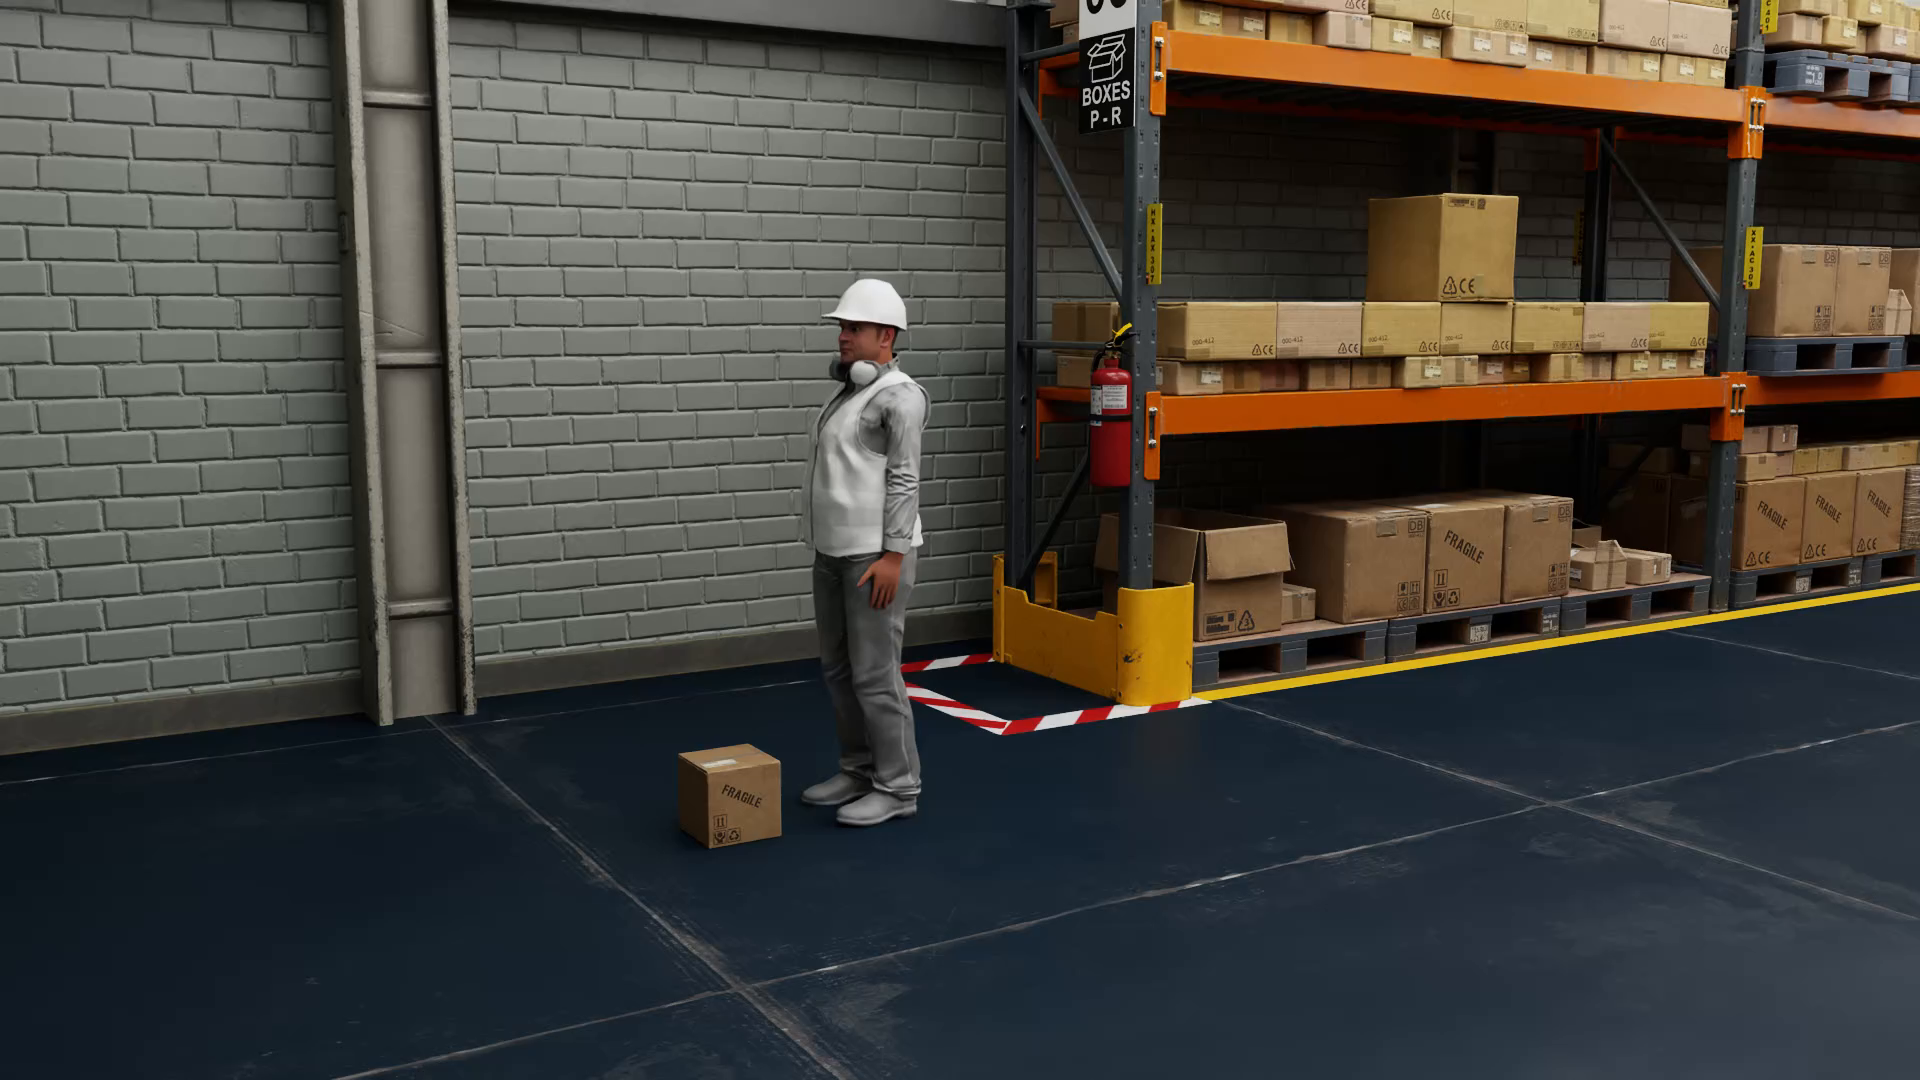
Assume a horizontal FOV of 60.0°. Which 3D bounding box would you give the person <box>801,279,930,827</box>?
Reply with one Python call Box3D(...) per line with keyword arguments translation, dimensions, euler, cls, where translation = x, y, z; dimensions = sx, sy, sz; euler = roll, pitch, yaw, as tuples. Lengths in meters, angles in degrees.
Box3D(translation=(-0.319, 0.039, 5.482), dimensions=(0.358, 1.775, 0.532), euler=(-5, 9, -29), cls="person")
